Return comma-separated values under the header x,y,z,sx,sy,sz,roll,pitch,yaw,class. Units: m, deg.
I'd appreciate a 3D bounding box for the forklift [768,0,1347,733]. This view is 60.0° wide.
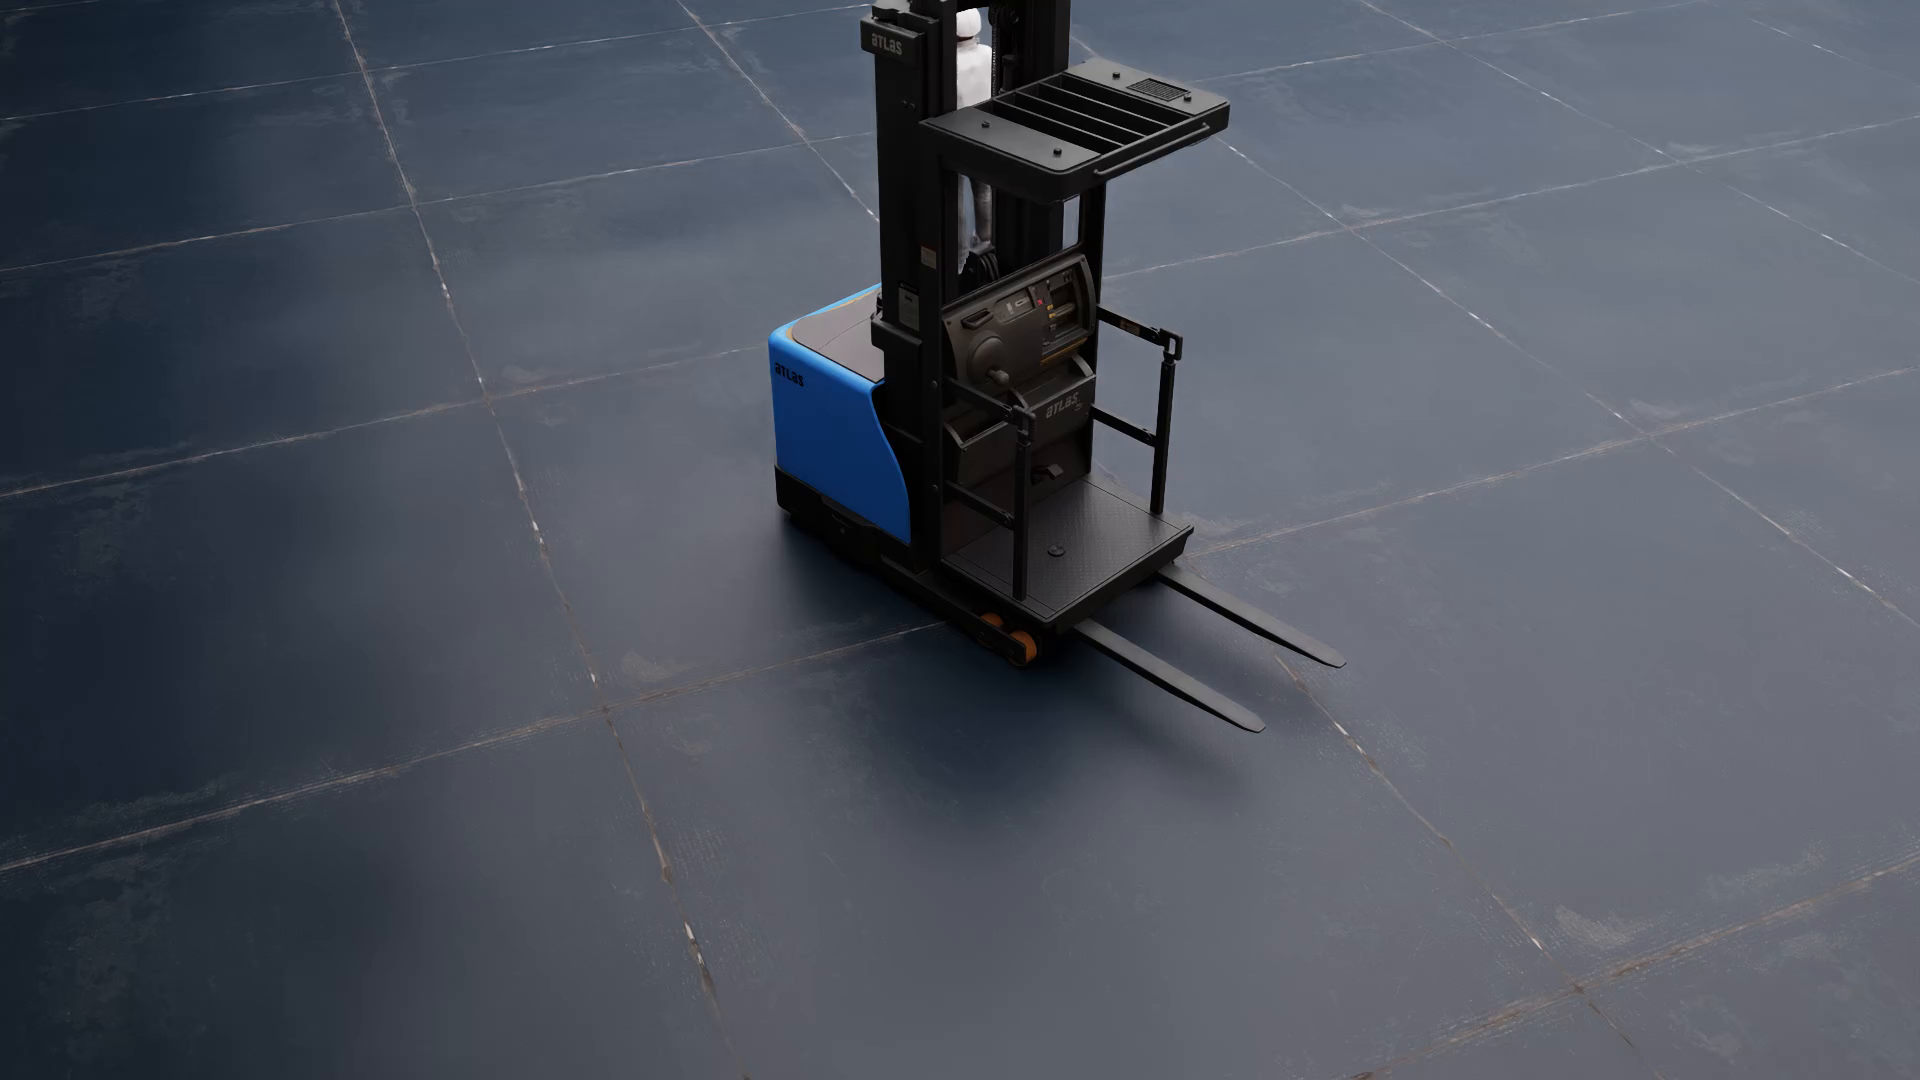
x,y,z,sx,sy,sz,roll,pitch,yaw,class
0.432,-0.946,7.429,3.031,2.935,1.130,30,45,35,forklift

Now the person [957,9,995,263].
x,y,z,sx,sy,sz,roll,pitch,yaw,class
0.003,-2.657,10.836,0.620,1.779,0.535,-14,38,-18,person
